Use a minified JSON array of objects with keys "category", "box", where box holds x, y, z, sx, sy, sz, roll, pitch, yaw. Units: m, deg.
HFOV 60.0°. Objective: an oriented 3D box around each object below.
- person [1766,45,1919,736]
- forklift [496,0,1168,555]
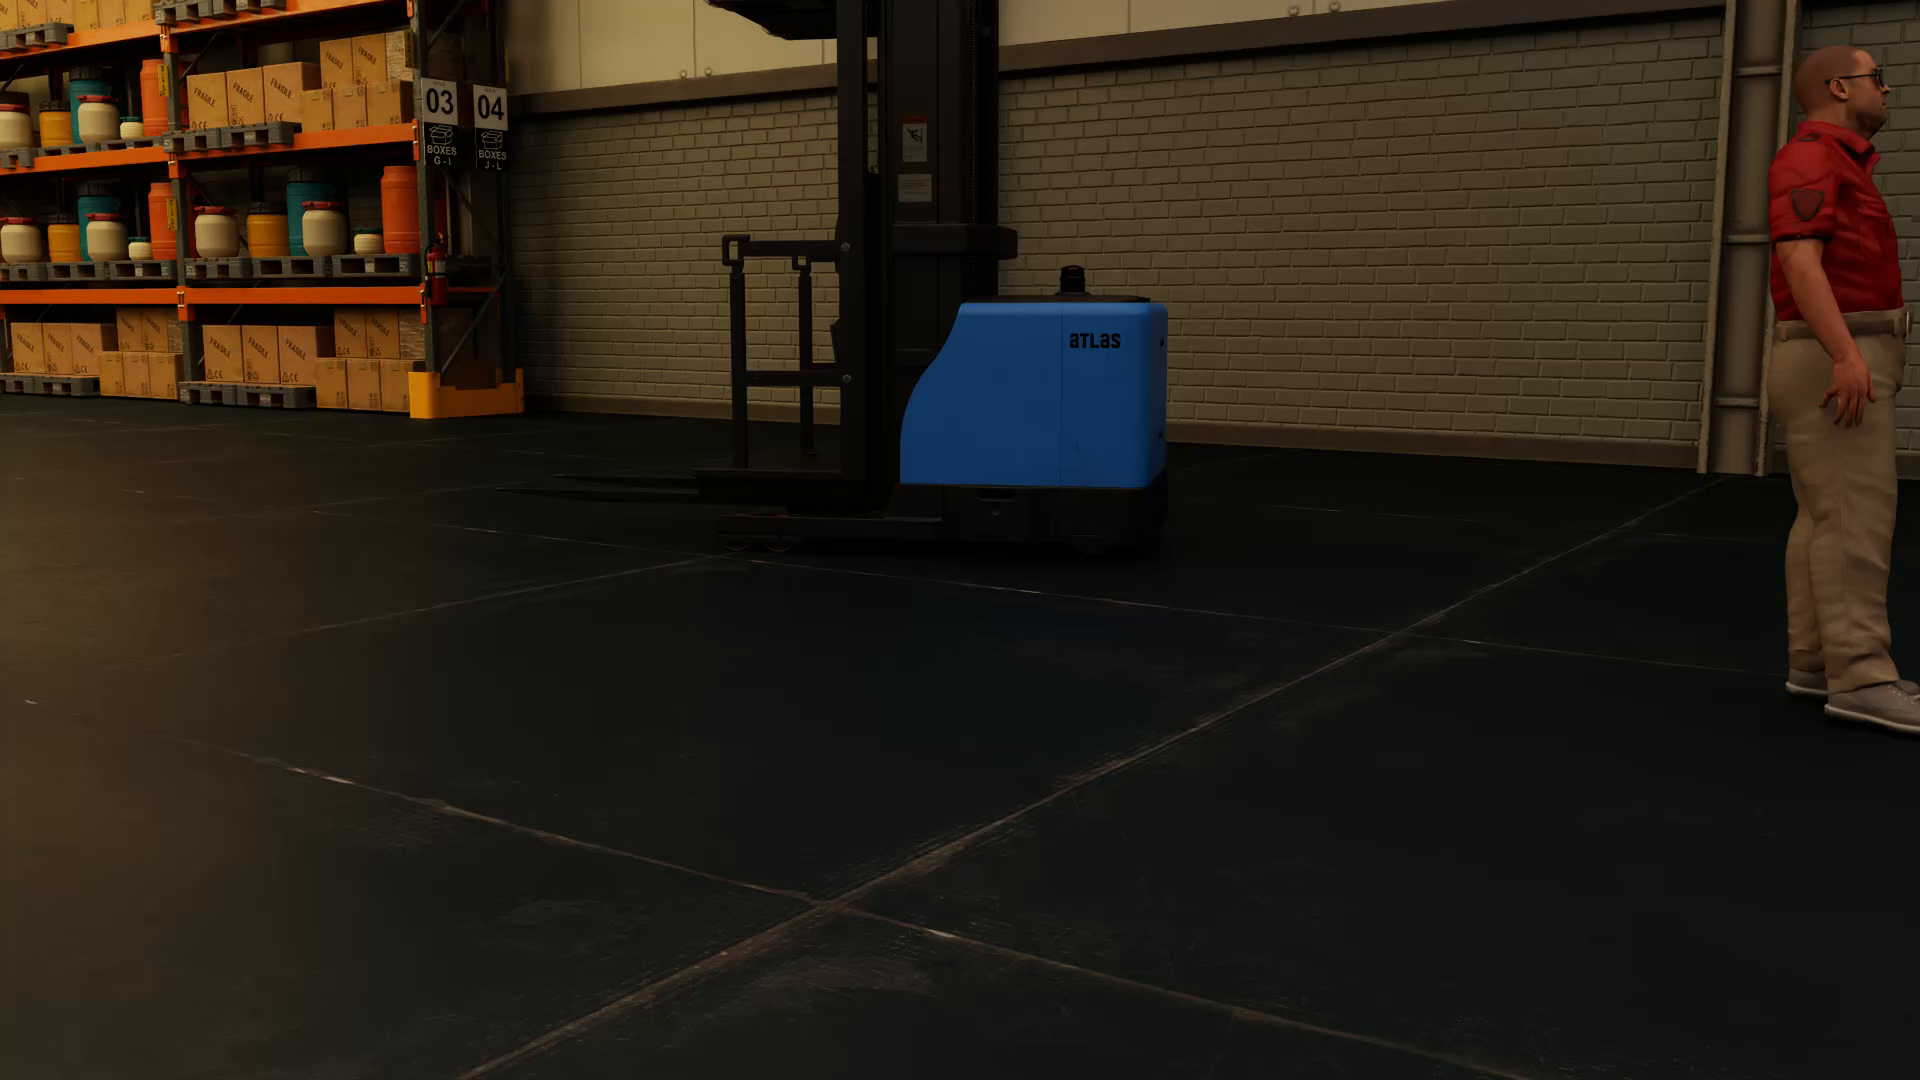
[{"category":"person","box":[2.387,-0.416,4.337,0.550,1.728,0.642,5,9,30]},{"category":"forklift","box":[-0.596,-1.469,7.520,3.031,2.935,1.130,2,8,12]}]
